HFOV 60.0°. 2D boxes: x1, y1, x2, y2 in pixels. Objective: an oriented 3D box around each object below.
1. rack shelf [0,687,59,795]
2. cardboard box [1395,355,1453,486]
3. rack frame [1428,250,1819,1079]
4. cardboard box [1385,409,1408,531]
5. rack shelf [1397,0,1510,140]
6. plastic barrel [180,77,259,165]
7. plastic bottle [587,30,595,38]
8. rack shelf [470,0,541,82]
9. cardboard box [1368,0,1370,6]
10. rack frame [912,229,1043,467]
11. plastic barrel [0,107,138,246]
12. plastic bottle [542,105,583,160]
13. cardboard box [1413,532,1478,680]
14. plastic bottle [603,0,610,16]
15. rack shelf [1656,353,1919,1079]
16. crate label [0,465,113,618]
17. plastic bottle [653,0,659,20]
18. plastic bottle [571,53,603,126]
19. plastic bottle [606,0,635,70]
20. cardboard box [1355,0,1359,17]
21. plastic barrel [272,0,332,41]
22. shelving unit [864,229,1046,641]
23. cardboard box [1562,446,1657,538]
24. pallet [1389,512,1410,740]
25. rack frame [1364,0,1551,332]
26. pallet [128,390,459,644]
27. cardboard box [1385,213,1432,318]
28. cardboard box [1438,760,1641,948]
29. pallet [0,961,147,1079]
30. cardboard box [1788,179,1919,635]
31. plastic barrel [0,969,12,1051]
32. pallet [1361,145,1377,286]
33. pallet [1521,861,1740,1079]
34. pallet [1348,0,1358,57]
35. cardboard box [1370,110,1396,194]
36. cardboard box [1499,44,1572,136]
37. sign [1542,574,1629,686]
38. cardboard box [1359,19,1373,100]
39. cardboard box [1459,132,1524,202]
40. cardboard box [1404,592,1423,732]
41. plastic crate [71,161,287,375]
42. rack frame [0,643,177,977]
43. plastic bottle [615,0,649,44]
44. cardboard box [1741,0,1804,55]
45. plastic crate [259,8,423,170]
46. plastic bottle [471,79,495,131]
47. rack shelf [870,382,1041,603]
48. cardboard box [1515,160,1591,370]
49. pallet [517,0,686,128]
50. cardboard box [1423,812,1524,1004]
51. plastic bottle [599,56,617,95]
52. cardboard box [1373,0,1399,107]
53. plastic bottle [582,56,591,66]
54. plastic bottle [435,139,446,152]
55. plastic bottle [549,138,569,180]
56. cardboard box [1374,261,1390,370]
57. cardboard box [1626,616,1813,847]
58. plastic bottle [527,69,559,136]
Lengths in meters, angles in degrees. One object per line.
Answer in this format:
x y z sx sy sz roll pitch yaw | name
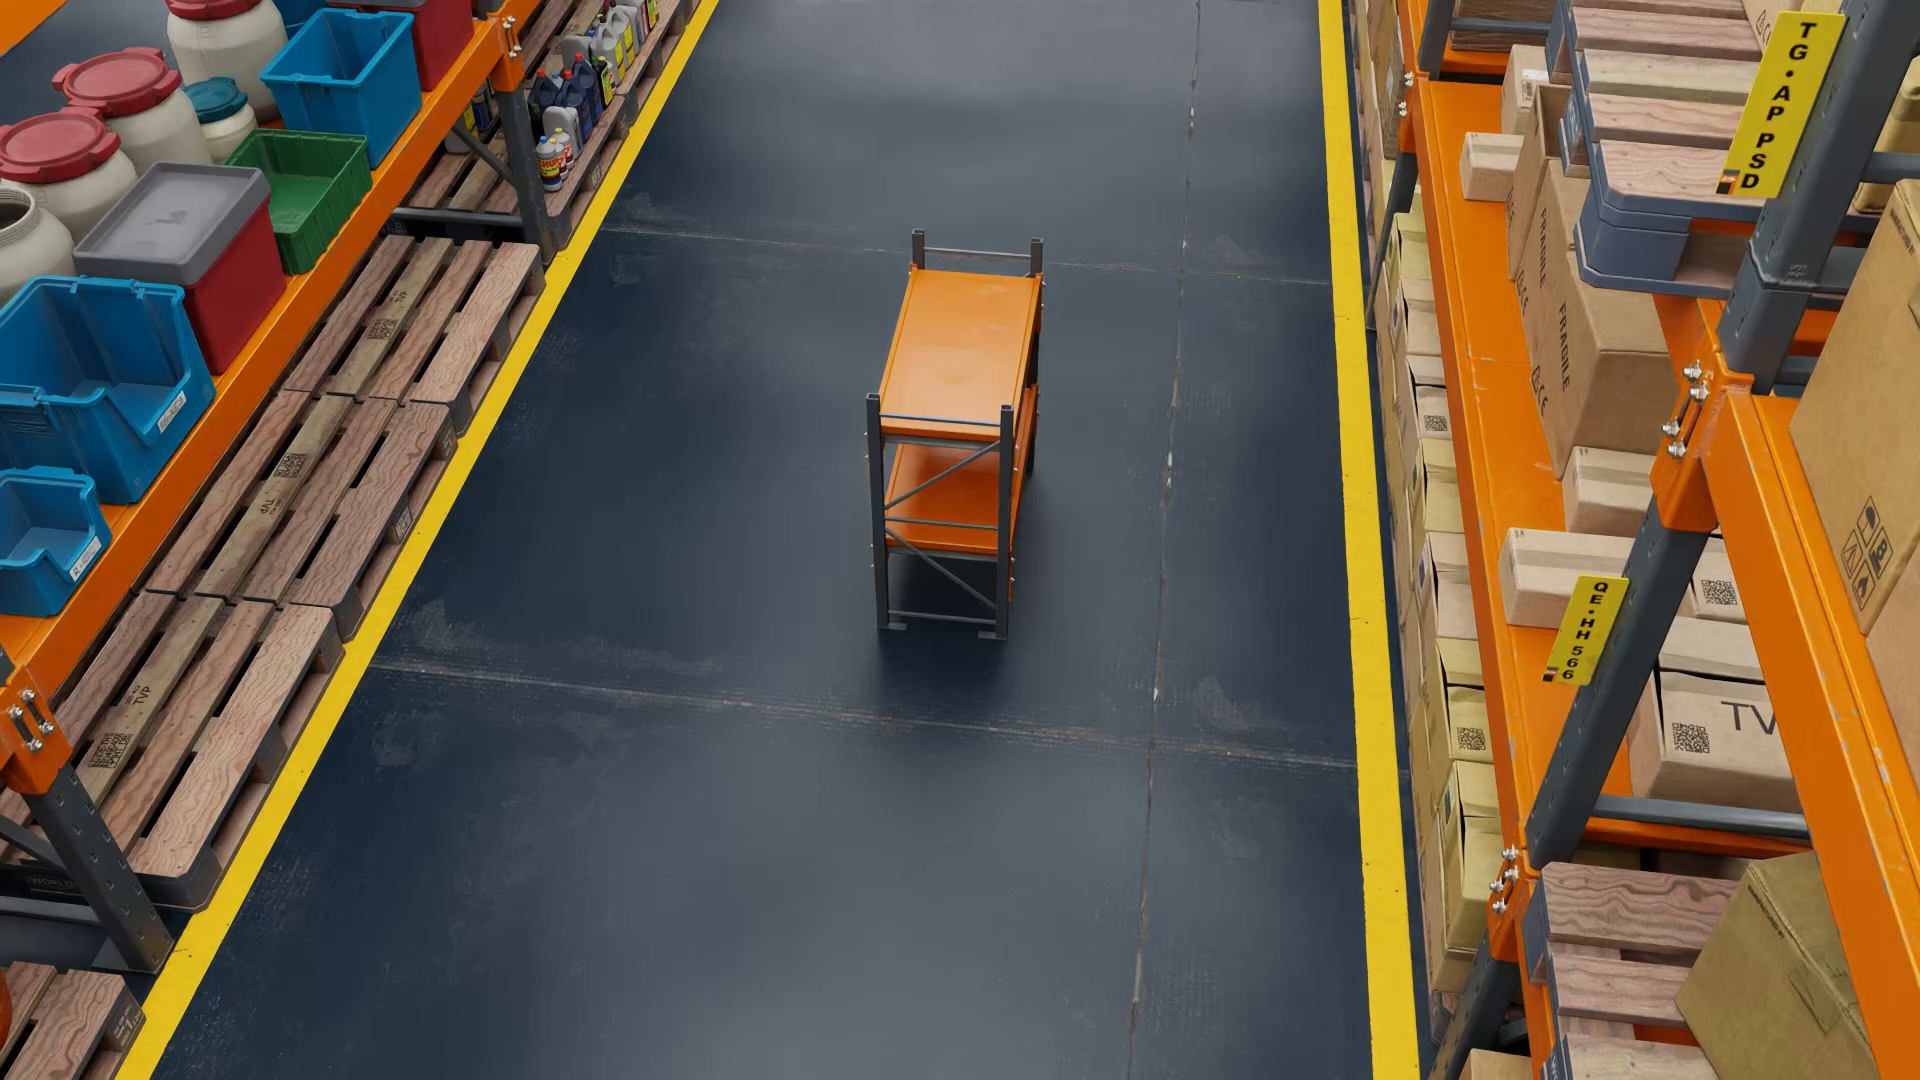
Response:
-3.301 1.834 3.154 1.077 0.370 4.000 5 44 6 | rack shelf
1.961 -0.469 6.350 0.500 0.311 0.500 4 44 4 | cardboard box
1.872 0.663 3.868 1.000 3.000 0.127 5 44 6 | rack frame
1.968 -0.264 6.541 0.500 0.250 0.500 4 44 4 | cardboard box
2.666 -3.165 8.434 1.077 0.370 4.000 5 44 6 | rack shelf
-2.835 -1.578 6.335 0.301 0.262 0.301 0 43 0 | plastic barrel
-2.010 -2.698 9.134 0.097 0.201 0.097 0 43 0 | plastic bottle
-2.244 -3.618 8.913 1.077 0.370 4.000 5 44 6 | rack shelf
2.521 -3.188 9.084 0.500 0.500 0.500 5 44 6 | cardboard box
0.066 -0.750 6.724 0.500 1.125 0.032 5 44 6 | rack frame
-3.006 -1.139 5.672 0.433 0.535 0.433 0 43 0 | plastic barrel
-2.016 -2.087 8.434 0.152 0.276 0.135 7 44 7 | plastic bottle
1.829 0.227 5.615 0.500 0.311 0.500 5 44 5 | cardboard box
-1.954 -2.964 9.354 0.061 0.283 0.133 5 44 6 | plastic bottle
1.608 1.198 1.645 1.077 0.370 4.000 5 44 6 | rack shelf
-2.610 0.018 4.671 0.303 0.233 0.416 5 44 6 | crate label
-1.788 -3.094 9.552 0.097 0.201 0.097 0 43 0 | plastic bottle
-1.965 -2.355 8.662 0.144 0.351 0.185 4 44 4 | plastic bottle
-1.884 -2.772 9.102 0.144 0.351 0.185 7 44 7 | plastic bottle
2.576 -3.257 9.703 0.500 0.250 0.500 5 44 6 | cardboard box
-2.860 -2.462 6.804 0.600 0.901 0.708 5 44 6 | plastic barrel
-0.001 -0.404 6.358 0.538 1.125 1.048 5 44 6 | shelving unit
1.985 -0.120 4.878 0.380 0.149 0.250 8 44 9 | cardboard box
2.184 0.289 6.292 1.003 0.211 1.213 5 44 6 | pallet
2.401 -2.063 6.748 1.000 3.000 0.127 5 44 6 | rack frame
-2.732 -0.131 6.735 1.003 0.211 1.213 5 44 6 | pallet
2.100 -1.162 7.082 0.500 0.311 0.500 5 44 6 | cardboard box
1.698 0.926 4.877 0.500 0.311 0.500 6 44 7 | cardboard box
-3.100 1.764 4.734 1.003 0.211 1.213 5 44 6 | pallet
1.848 -0.162 2.486 0.910 0.500 0.500 5 44 6 | cardboard box
-3.085 1.180 4.595 0.600 0.830 0.708 5 44 6 | plastic barrel
2.548 -1.589 8.275 1.003 0.211 1.213 5 44 6 | pallet
1.852 1.201 3.440 1.213 0.211 1.003 5 44 6 | pallet
2.870 -3.252 10.031 1.003 0.211 1.213 5 44 6 | pallet
2.322 -1.893 8.262 0.500 0.250 0.500 5 44 6 | cardboard box
2.379 -1.669 6.441 0.500 0.250 0.500 8 44 8 | cardboard box
1.322 0.194 3.521 0.100 0.325 0.005 5 44 6 | sign
2.439 -2.576 8.983 0.500 0.250 0.500 5 44 6 | cardboard box
2.081 -1.387 6.216 0.380 0.149 0.250 5 44 6 | cardboard box
1.834 0.434 5.805 0.500 0.250 0.500 6 44 6 | cardboard box
-2.520 -0.887 5.458 0.402 0.464 0.583 5 44 6 | plastic crate
-3.037 0.210 4.347 1.000 3.000 0.127 5 44 6 | rack frame
-1.848 -2.952 9.347 0.152 0.276 0.135 6 44 6 | plastic bottle
1.928 -1.198 3.455 0.500 0.250 0.500 6 44 7 | cardboard box
-2.346 -1.730 6.407 0.392 0.384 0.575 5 44 6 | plastic crate
-2.533 -2.286 8.644 0.152 0.276 0.135 5 44 6 | plastic bottle
-0.001 -0.226 6.526 0.538 0.278 1.000 5 44 6 | rack shelf
2.148 -0.877 5.422 0.500 0.500 0.500 5 44 6 | cardboard box
-2.219 -2.791 9.544 1.003 0.211 1.213 5 44 6 | pallet
1.700 1.128 5.072 0.500 0.250 0.500 6 44 7 | cardboard box
-1.905 -2.492 8.915 0.097 0.201 0.097 0 43 0 | plastic bottle
2.386 -2.506 8.364 0.500 0.500 0.500 5 44 6 | cardboard box
-1.983 -2.430 8.799 0.097 0.271 0.097 0 43 0 | plastic bottle
-2.709 -2.179 8.476 0.144 0.351 0.185 4 44 4 | plastic bottle
-2.018 -1.906 8.297 0.097 0.201 0.097 0 43 0 | plastic bottle
2.102 -0.965 7.282 0.500 0.250 0.500 4 44 5 | cardboard box
1.964 0.451 4.157 0.500 0.311 0.500 8 44 8 | cardboard box
-2.133 -2.240 8.540 0.144 0.351 0.185 5 44 6 | plastic bottle
